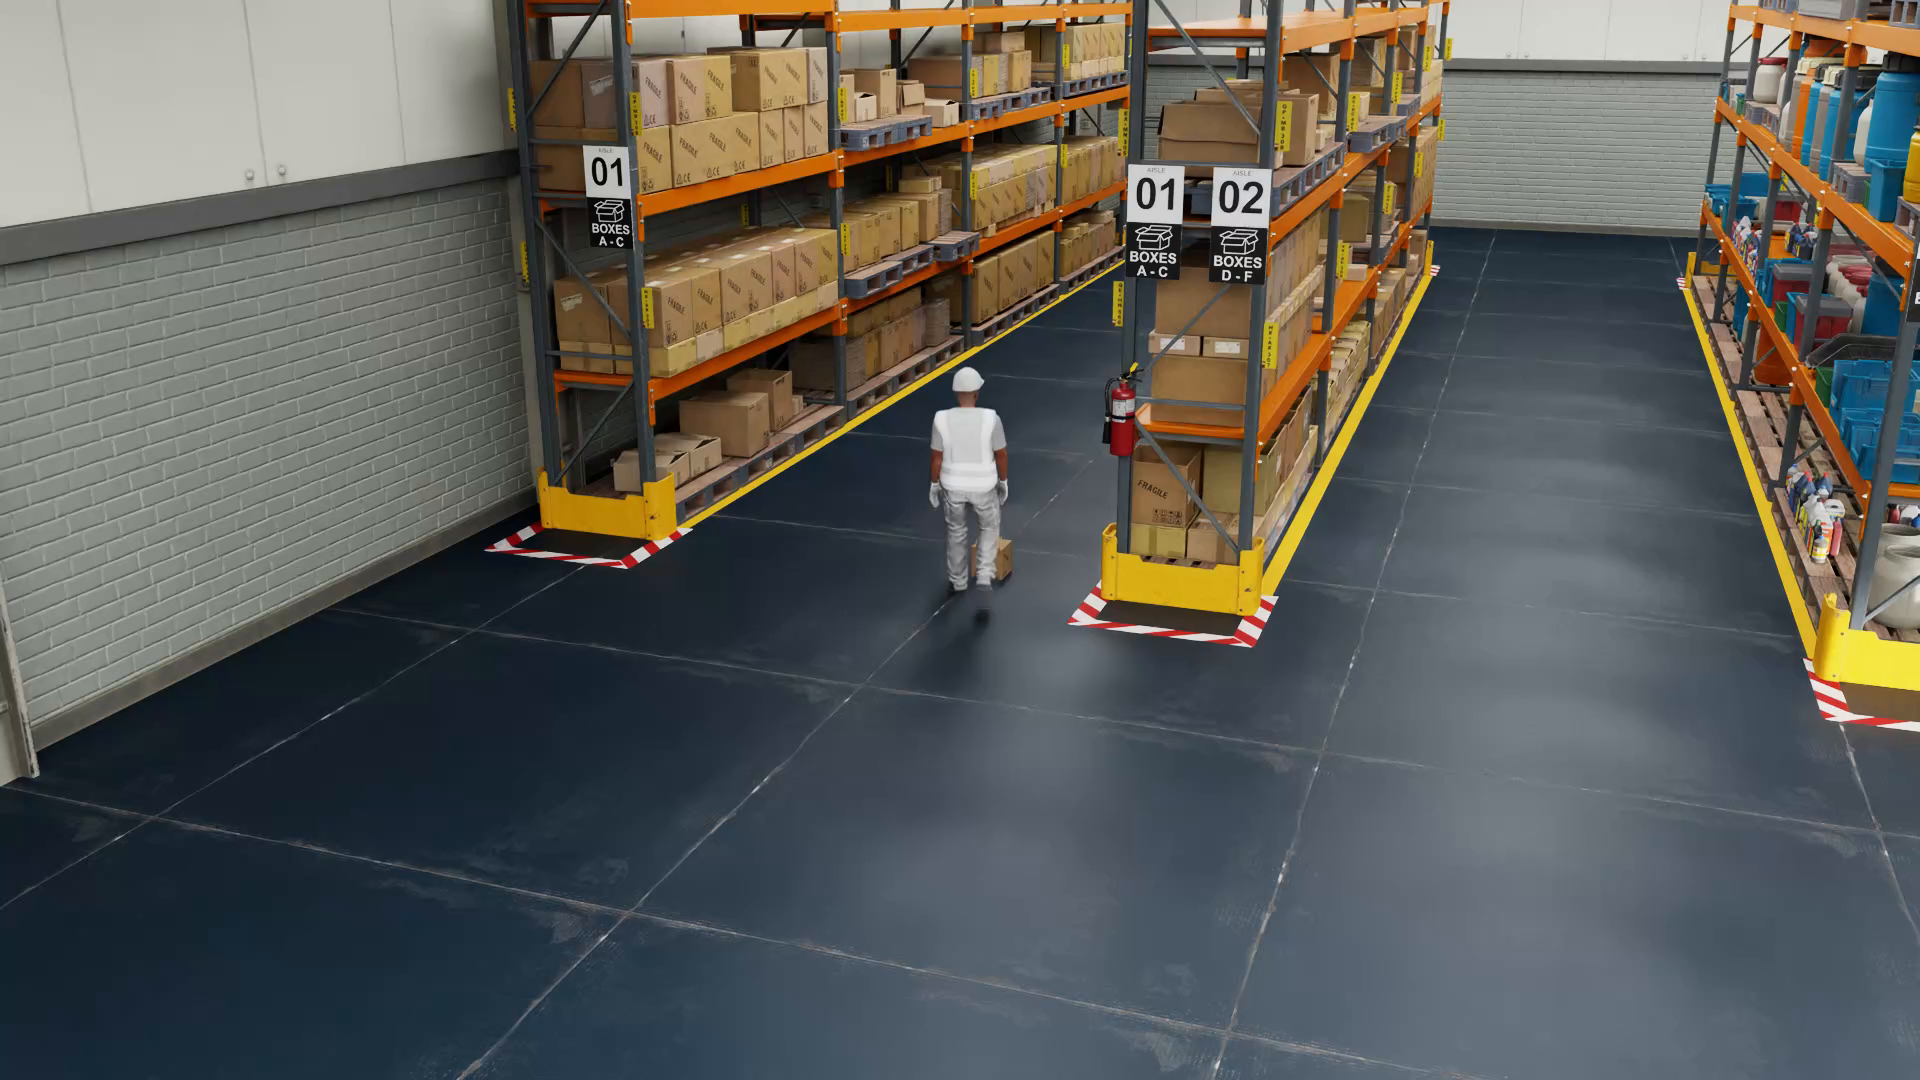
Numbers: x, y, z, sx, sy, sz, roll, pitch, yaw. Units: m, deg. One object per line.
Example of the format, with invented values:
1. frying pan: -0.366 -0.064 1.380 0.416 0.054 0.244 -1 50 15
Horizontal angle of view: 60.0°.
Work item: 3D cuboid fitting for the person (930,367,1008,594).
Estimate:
1. person: 0.068 -0.418 12.272 0.584 1.770 0.779 2 19 6
